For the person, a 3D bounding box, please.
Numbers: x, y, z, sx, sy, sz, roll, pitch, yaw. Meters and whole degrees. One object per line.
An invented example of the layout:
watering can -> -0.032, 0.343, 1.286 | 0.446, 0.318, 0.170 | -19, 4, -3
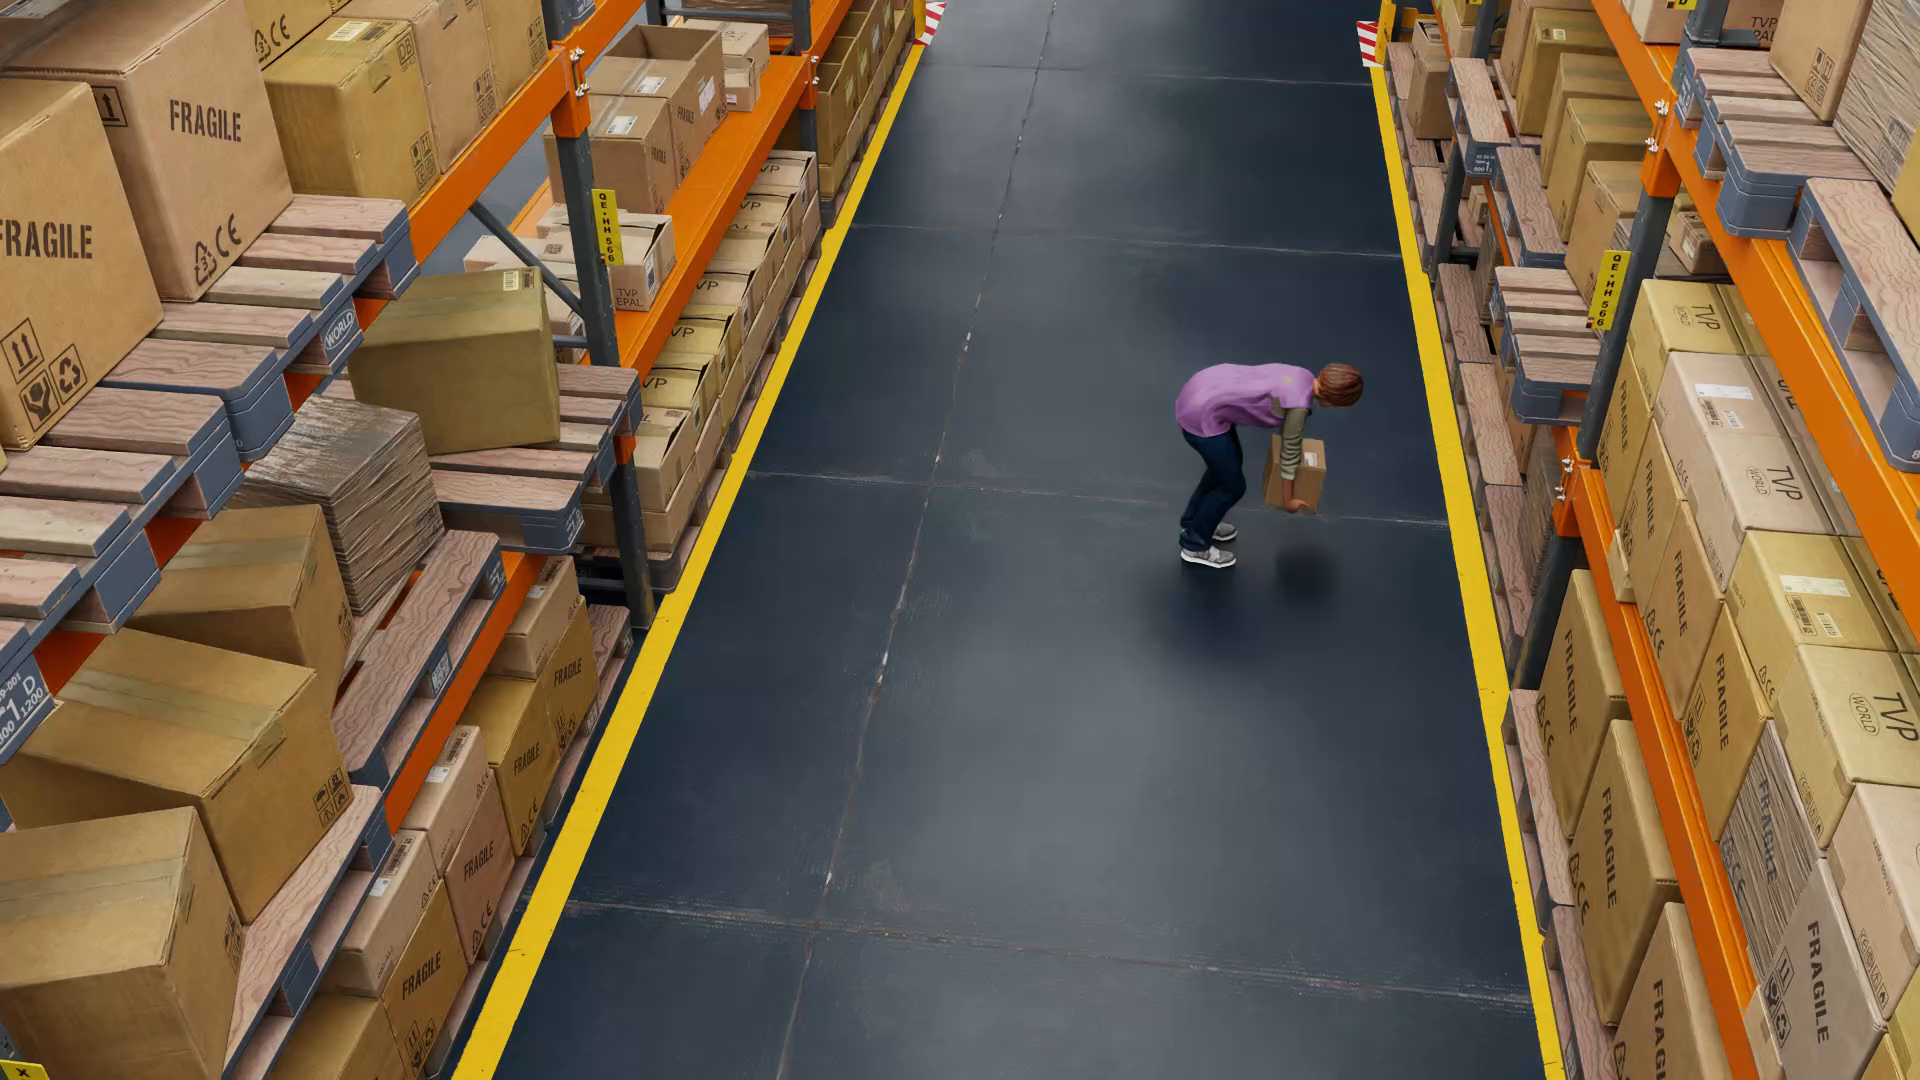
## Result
person -> 1.442, -0.382, 7.983 | 0.858, 1.093, 0.387 | 3, 37, 5
